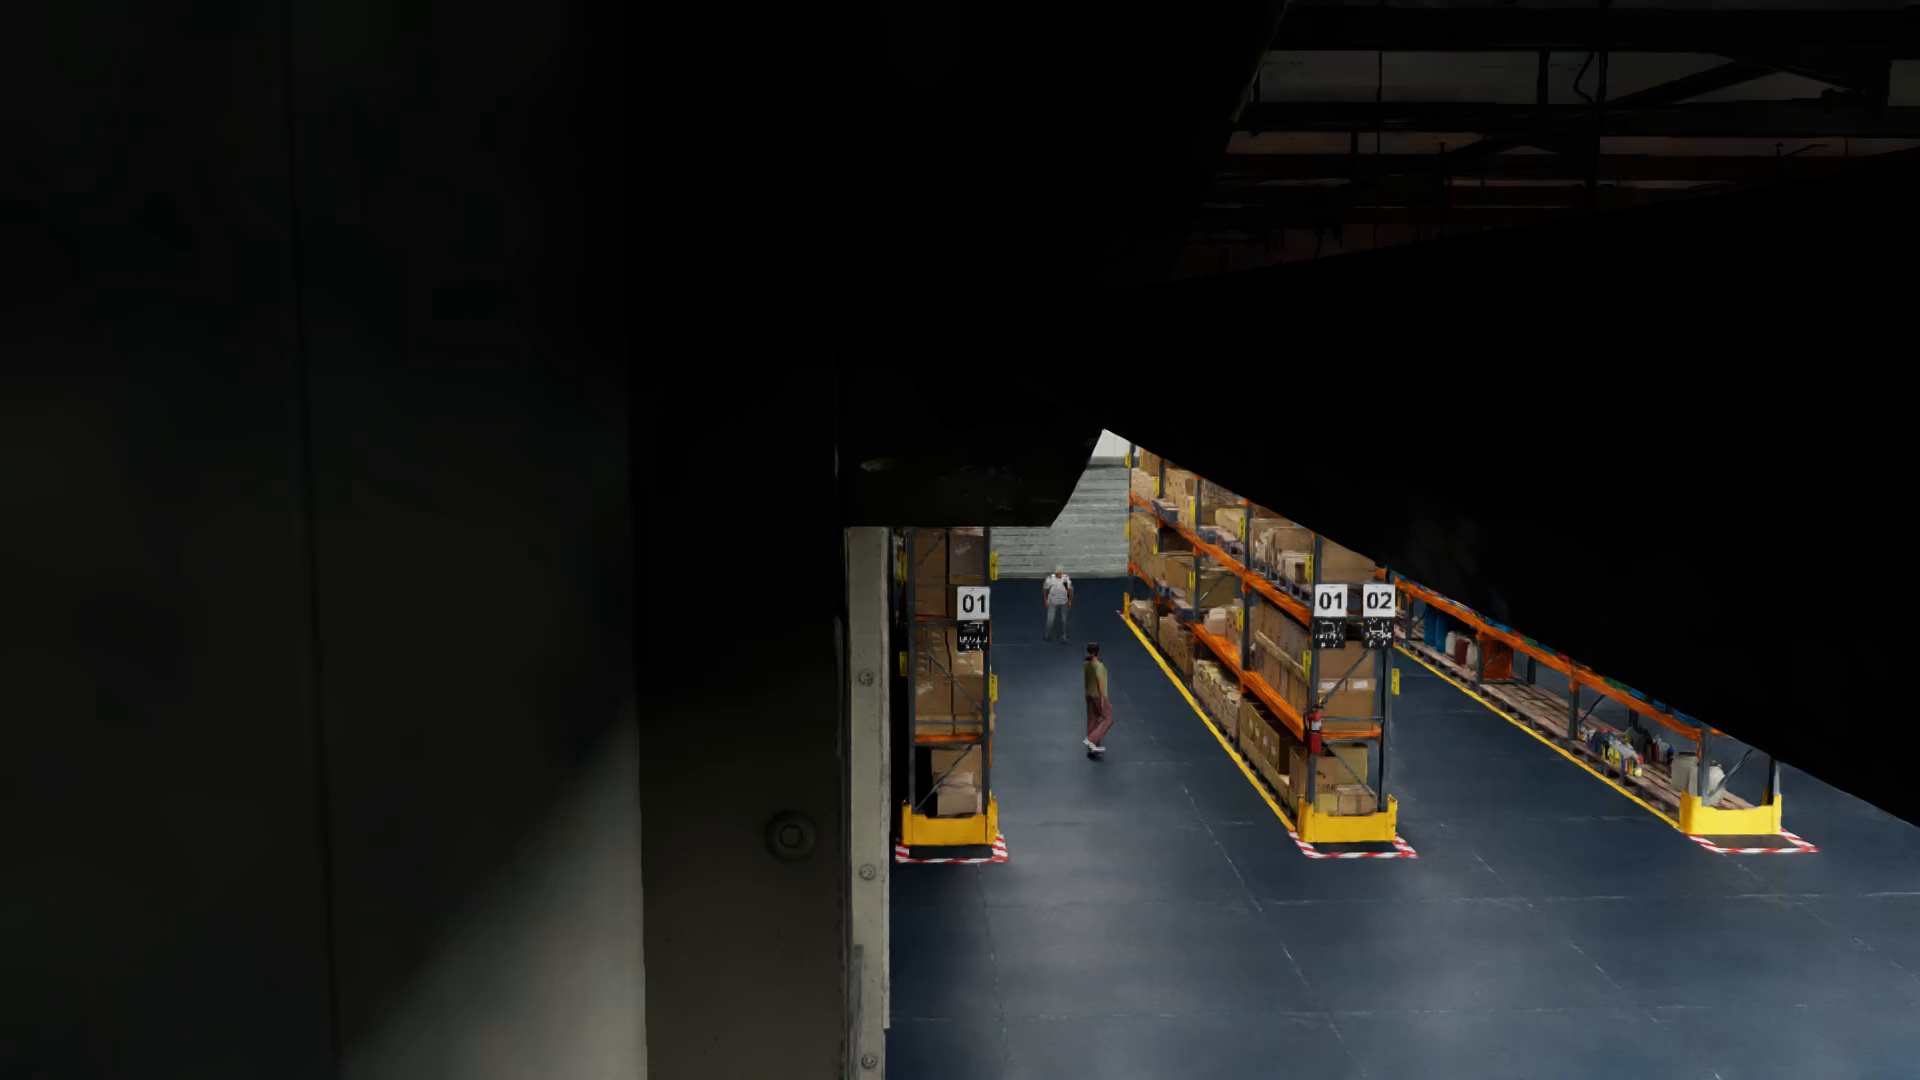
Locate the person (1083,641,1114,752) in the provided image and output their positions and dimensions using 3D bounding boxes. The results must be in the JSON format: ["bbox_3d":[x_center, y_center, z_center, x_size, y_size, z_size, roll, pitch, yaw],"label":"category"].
[{"bbox_3d":[2.014,2.346,24.721,0.432,1.664,0.503,-4,8,-30],"label":"person"}]

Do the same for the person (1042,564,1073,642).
[{"bbox_3d":[1.967,1.269,33.400,0.625,1.611,0.582,0,7,-4],"label":"person"}]
